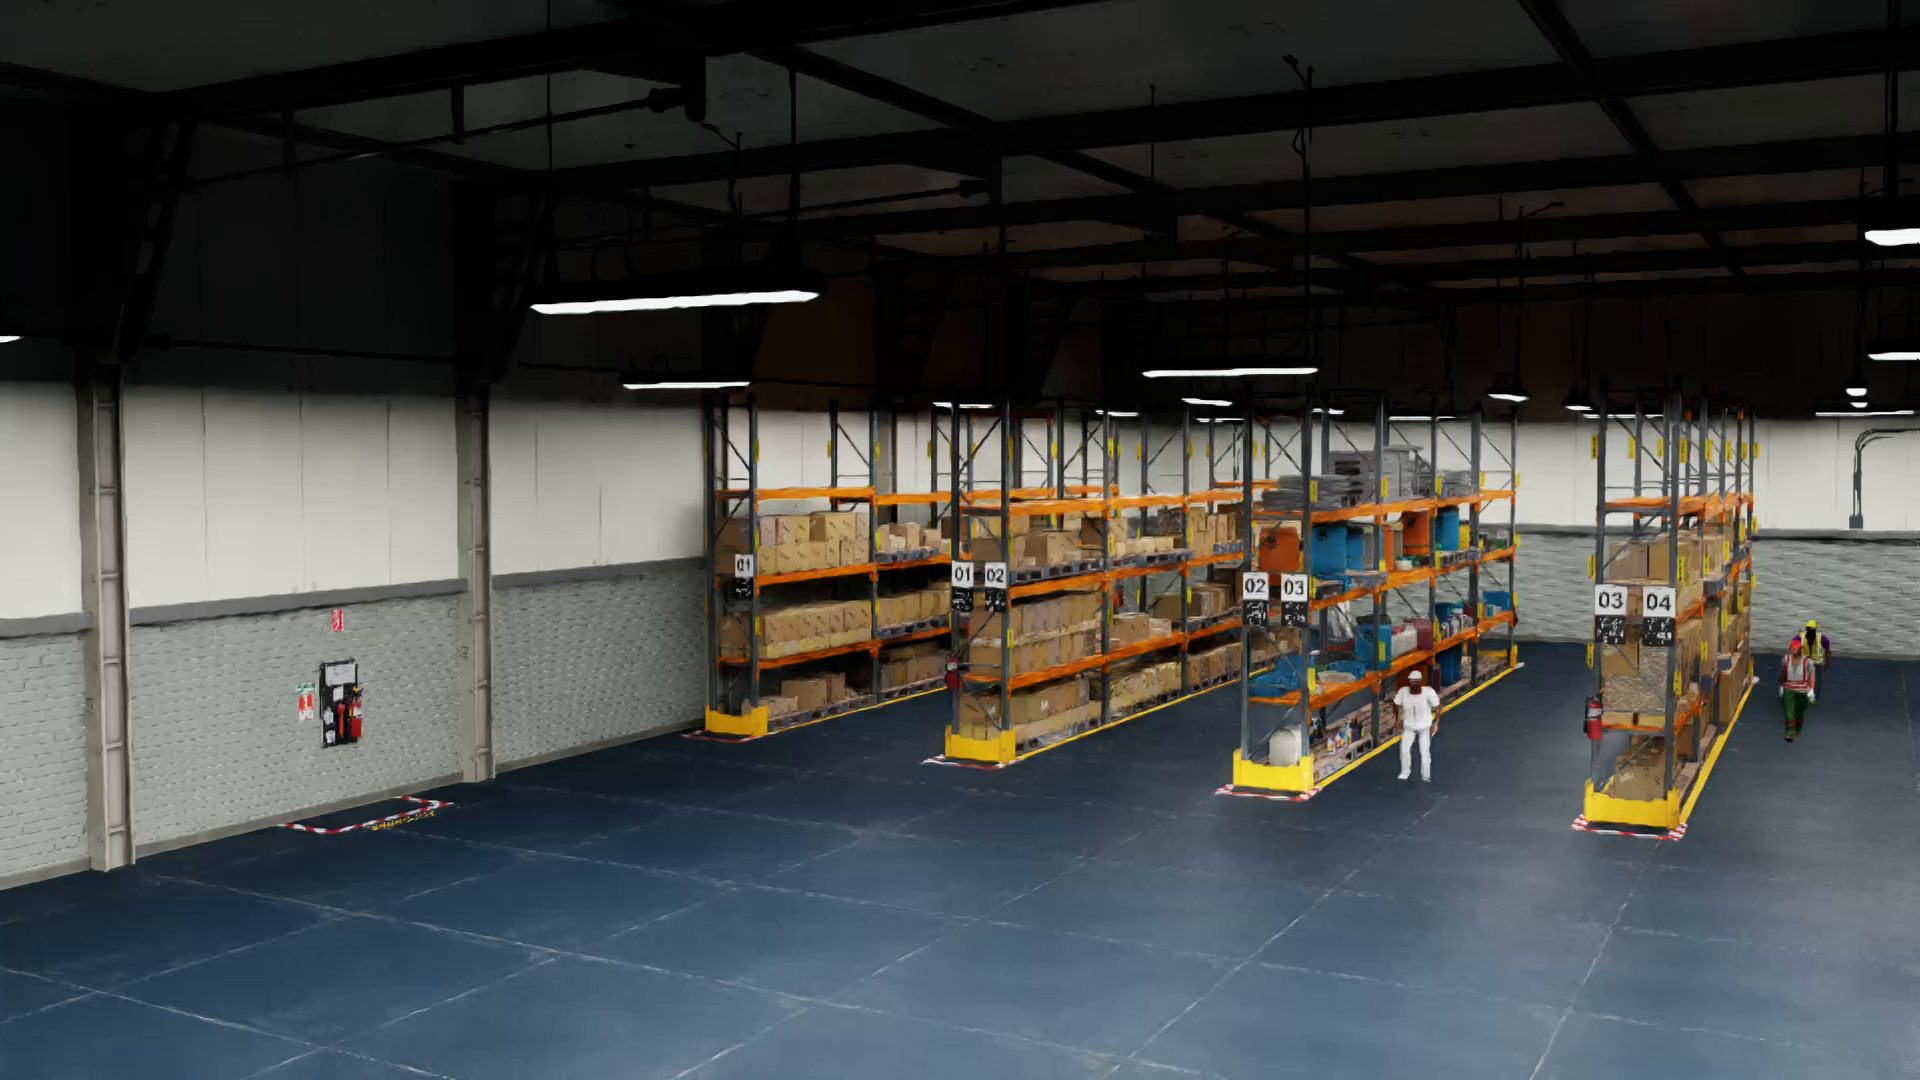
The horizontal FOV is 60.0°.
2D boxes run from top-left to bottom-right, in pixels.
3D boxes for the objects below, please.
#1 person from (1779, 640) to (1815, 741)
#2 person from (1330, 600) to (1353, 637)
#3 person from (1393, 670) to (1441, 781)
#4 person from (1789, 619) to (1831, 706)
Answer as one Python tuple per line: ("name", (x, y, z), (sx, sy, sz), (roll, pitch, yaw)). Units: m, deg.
("person", (14.432, 2.583, 28.681), (0.564, 1.736, 1.043), (2, 3, 28))
("person", (9.780, 1.829, 42.502), (0.627, 1.768, 0.614), (-1, 3, -26))
("person", (6.880, 2.796, 25.091), (0.719, 1.714, 0.572), (2, 3, 27))
("person", (16.617, 2.396, 32.522), (0.719, 1.714, 0.578), (2, 3, 26))
